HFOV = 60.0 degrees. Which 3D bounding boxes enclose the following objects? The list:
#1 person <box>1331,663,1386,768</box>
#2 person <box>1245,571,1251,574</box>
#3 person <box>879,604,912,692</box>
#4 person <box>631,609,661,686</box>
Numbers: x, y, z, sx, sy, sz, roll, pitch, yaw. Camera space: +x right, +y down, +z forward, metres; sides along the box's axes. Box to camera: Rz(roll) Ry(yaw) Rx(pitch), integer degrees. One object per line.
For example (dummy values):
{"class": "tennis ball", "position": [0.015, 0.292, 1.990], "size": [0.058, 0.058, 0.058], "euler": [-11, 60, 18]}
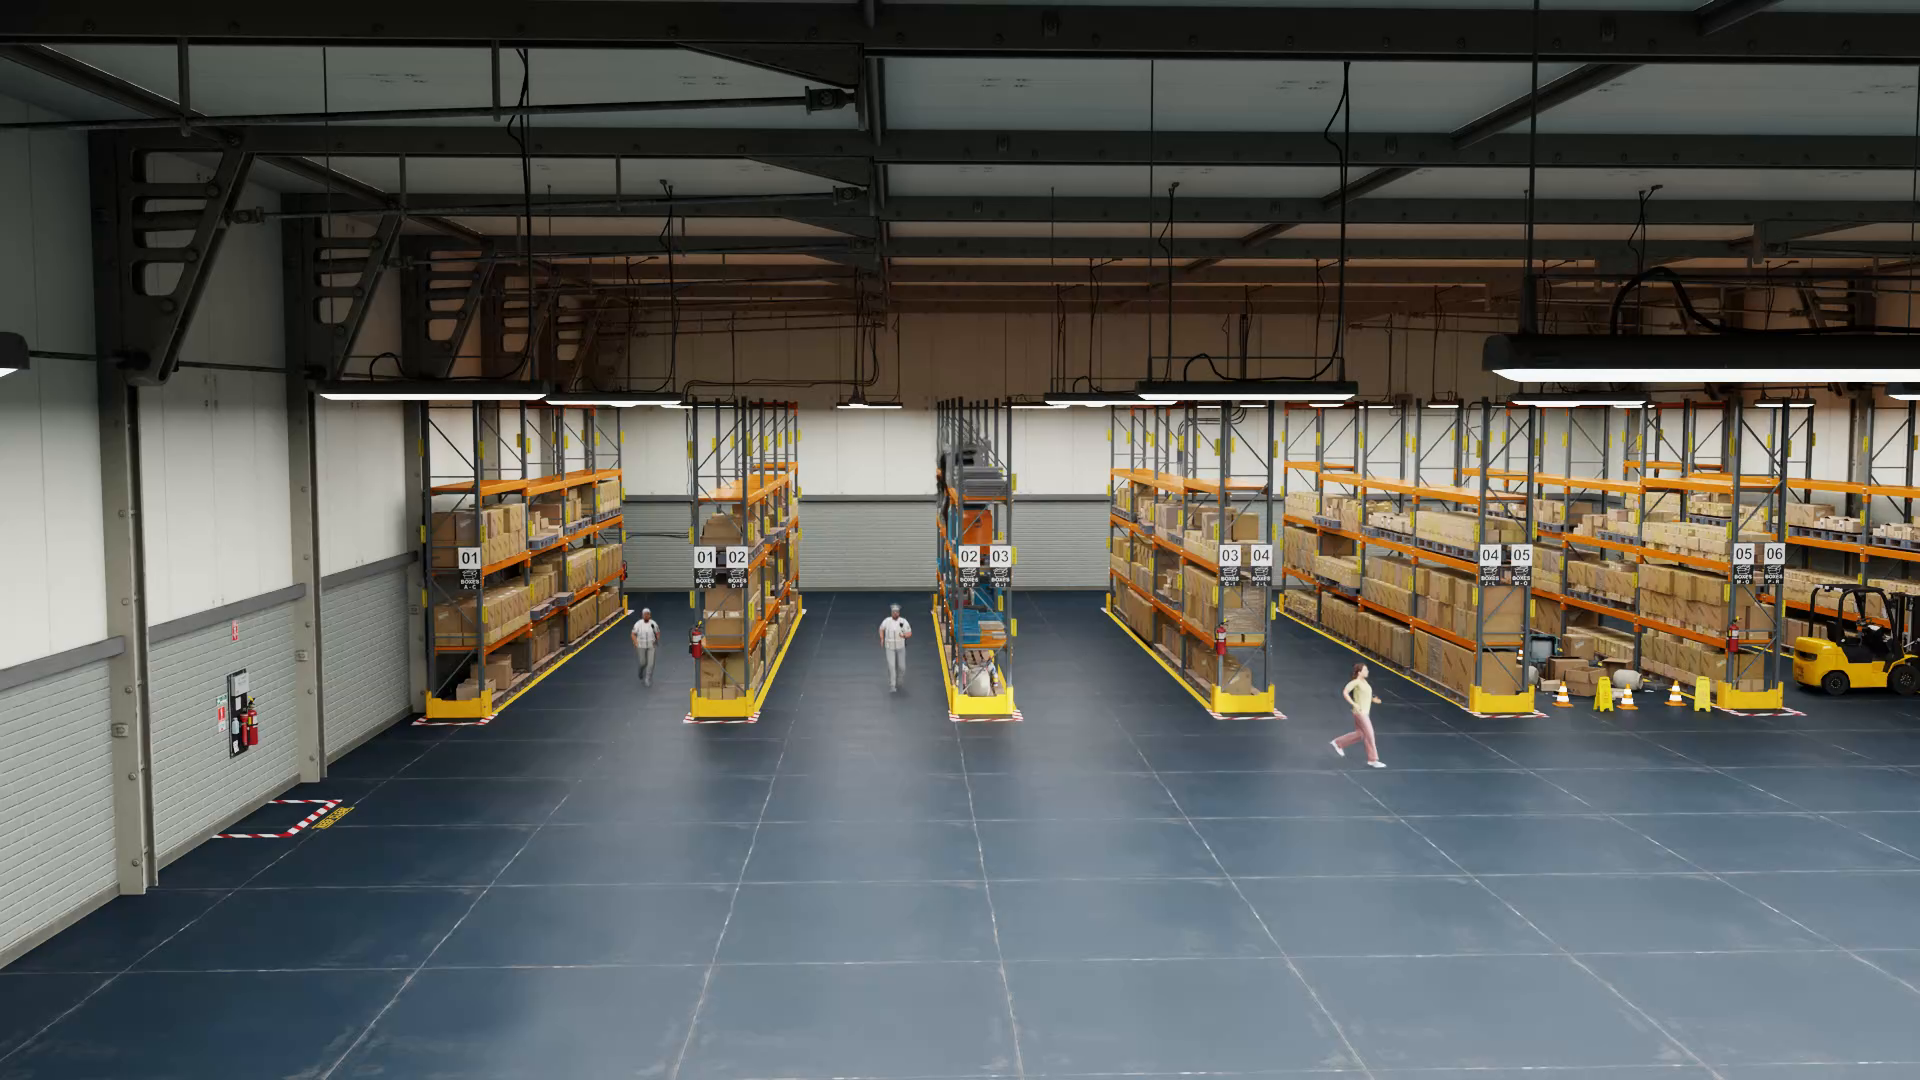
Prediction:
{"class": "person", "position": [6.452, 2.816, 26.902], "size": [0.928, 1.675, 0.579], "euler": [3, 5, 30]}
{"class": "person", "position": [8.098, 1.172, 48.227], "size": [0.783, 1.694, 0.861], "euler": [4, 6, 44]}
{"class": "person", "position": [-1.330, 2.193, 34.171], "size": [0.673, 1.755, 0.944], "euler": [0, 4, -3]}
{"class": "person", "position": [-6.539, 2.237, 34.706], "size": [0.607, 1.614, 0.551], "euler": [-1, 5, -16]}
